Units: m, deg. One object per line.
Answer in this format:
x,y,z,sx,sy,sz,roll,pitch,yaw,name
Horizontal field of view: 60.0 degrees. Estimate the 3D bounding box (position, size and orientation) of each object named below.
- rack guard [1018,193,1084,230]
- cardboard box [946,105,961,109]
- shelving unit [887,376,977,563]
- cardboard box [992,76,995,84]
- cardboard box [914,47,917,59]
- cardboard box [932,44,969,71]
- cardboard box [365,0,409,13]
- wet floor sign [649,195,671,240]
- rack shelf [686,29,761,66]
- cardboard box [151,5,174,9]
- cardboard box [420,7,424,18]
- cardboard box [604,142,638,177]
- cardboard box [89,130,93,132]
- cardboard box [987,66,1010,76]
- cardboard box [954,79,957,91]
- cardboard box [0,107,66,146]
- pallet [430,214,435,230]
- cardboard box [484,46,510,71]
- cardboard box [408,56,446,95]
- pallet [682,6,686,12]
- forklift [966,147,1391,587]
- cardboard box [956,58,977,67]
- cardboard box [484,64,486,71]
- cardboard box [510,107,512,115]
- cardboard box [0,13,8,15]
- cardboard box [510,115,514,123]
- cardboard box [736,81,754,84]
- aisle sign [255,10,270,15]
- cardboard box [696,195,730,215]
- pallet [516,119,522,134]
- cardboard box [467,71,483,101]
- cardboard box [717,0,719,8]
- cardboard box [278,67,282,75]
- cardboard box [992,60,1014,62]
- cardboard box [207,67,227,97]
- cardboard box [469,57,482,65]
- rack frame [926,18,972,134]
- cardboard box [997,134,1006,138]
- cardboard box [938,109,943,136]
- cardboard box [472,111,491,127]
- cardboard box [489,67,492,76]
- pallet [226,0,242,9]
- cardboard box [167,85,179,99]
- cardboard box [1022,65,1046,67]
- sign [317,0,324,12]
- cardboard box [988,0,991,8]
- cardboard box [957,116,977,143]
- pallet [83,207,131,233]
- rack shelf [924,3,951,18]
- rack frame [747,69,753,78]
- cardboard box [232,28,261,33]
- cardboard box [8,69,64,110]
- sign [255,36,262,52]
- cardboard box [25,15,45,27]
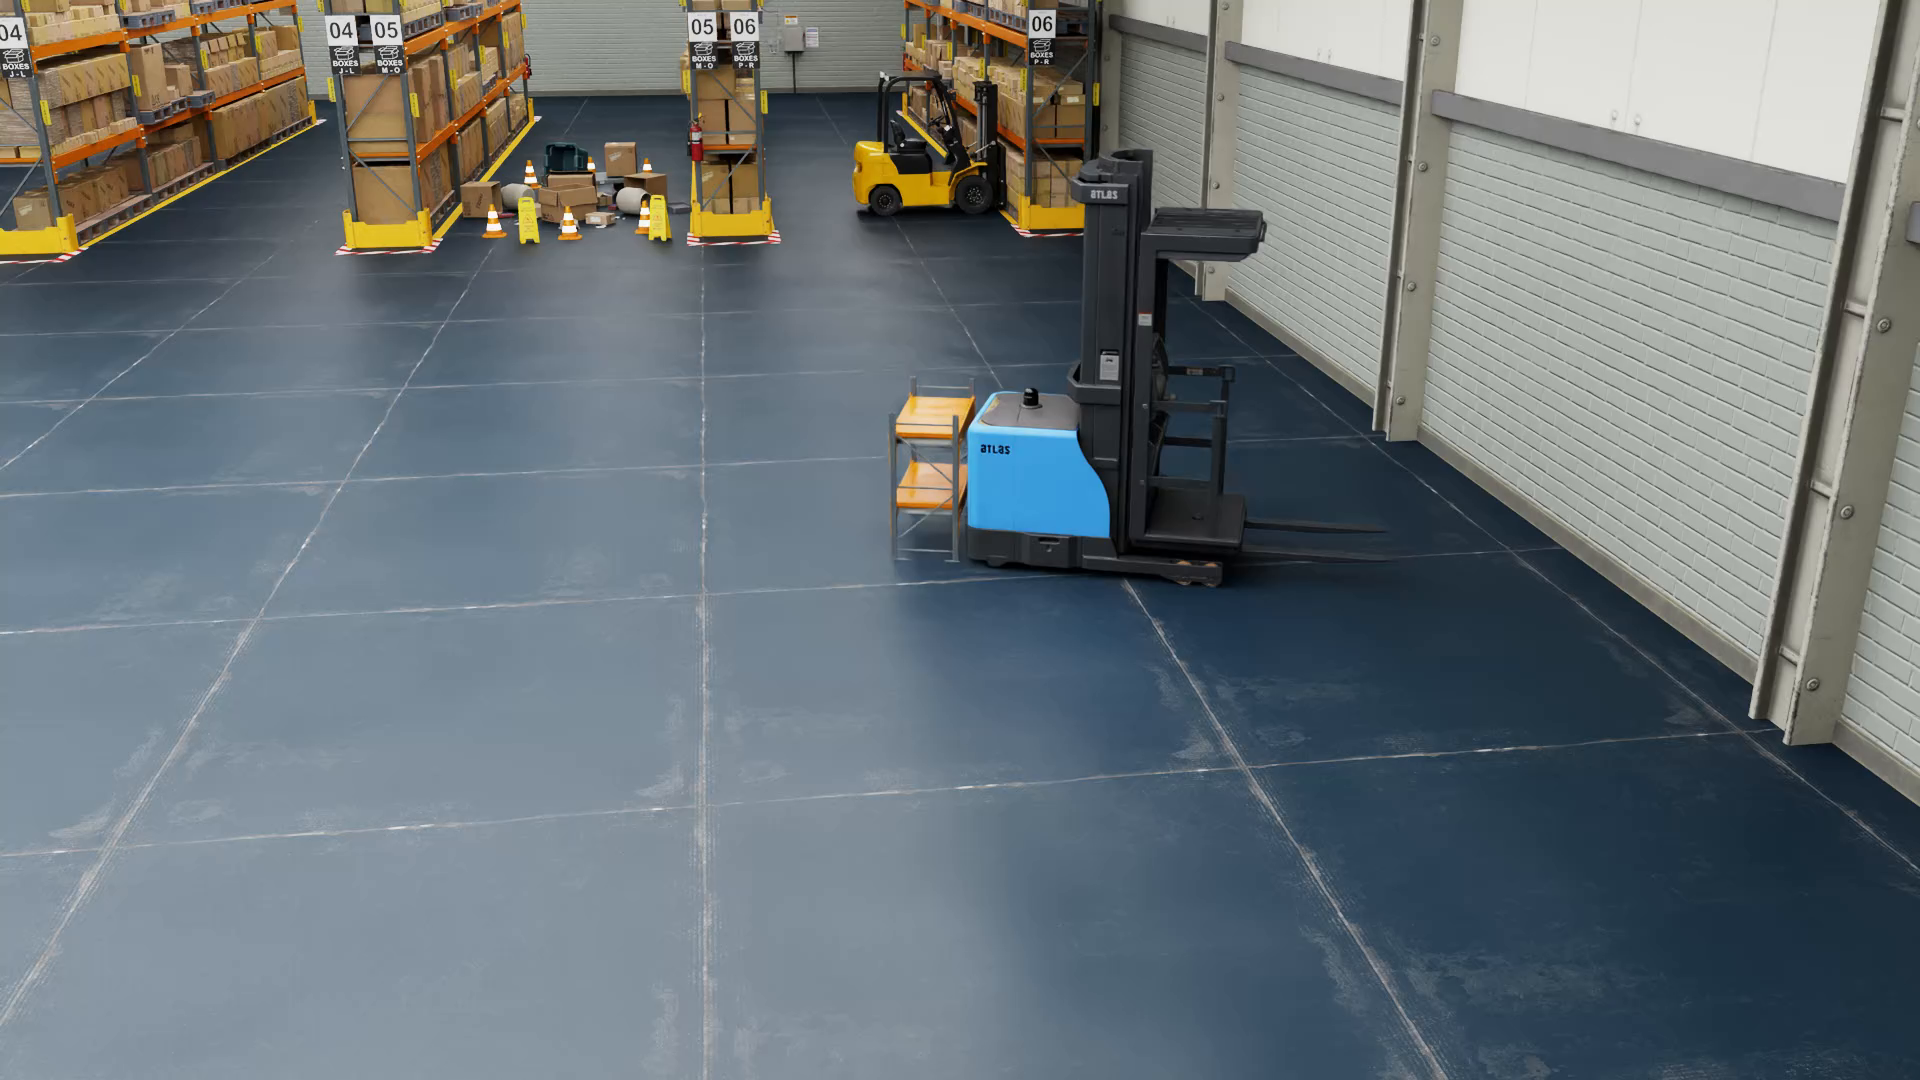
1.498,-5.067,25.567,1.175,0.500,0.348,-3,21,-8,rack guard
-0.075,-8.870,34.223,0.380,0.149,0.250,-3,21,-9,cardboard box
-0.197,-0.553,12.588,0.538,1.125,1.048,2,21,7,shelving unit
0.742,-7.768,28.158,0.380,0.149,0.250,-2,21,-6,cardboard box
-0.769,-11.158,38.094,0.500,0.250,0.500,-3,21,-9,cardboard box
-0.199,-10.015,34.499,0.700,0.500,0.500,-3,21,-8,cardboard box
-8.116,-7.608,23.557,0.500,0.250,0.500,-3,21,-8,cardboard box
-4.448,-4.772,24.570,0.267,0.644,0.232,4,21,11,wet floor sign
-3.705,-7.755,25.934,1.077,0.370,4.000,-3,21,-8,rack shelf
-13.911,-9.102,28.726,0.500,0.250,0.500,-2,21,-6,cardboard box
-8.252,-7.901,24.912,0.380,0.149,0.250,-3,21,-7,cardboard box
-5.751,-6.463,28.223,0.500,0.500,0.500,-3,21,-8,cardboard box
-13.316,-6.092,25.098,0.380,0.149,0.250,-3,21,-8,cardboard box
0.670,-7.996,28.342,0.380,0.149,0.250,-2,21,-7,cardboard box
0.163,-8.780,32.150,0.500,0.250,0.500,-3,21,-8,cardboard box
-13.276,-5.873,23.584,0.875,0.500,0.500,-3,21,-8,cardboard box
-8.493,-4.676,24.935,1.003,0.211,1.213,-3,21,-8,pallet
-9.853,-10.235,35.264,0.500,0.500,0.500,-3,21,-9,cardboard box
-8.664,-7.357,26.369,0.875,0.550,0.550,-3,21,-8,cardboard box
-4.716,-10.301,31.993,1.213,0.211,1.003,-2,21,-5,pallet
1.613,-1.242,11.852,3.031,2.935,1.130,4,21,11,forklift
0.135,-9.149,31.855,0.380,0.149,0.250,-2,21,-7,cardboard box
-9.480,-9.235,32.489,0.380,0.149,0.250,-3,21,-8,cardboard box
-9.856,-9.233,35.772,0.380,0.149,0.250,-2,21,-5,cardboard box
-13.701,-7.368,23.513,0.380,0.149,0.250,-3,21,-7,cardboard box
-9.766,-9.007,35.593,0.380,0.149,0.250,-2,21,-5,cardboard box
-3.602,-7.246,27.262,0.500,0.500,0.500,-2,21,-6,cardboard box
-15.837,-12.262,37.544,0.394,0.787,0.004,-3,21,-8,aisle sign
-3.803,-5.178,25.621,0.500,0.250,0.500,-3,21,-8,cardboard box
-10.342,-9.212,37.080,1.003,0.211,1.213,-3,21,-8,pallet
-9.123,-8.384,30.734,0.500,0.500,0.500,-3,21,-8,cardboard box
-3.798,-8.027,24.852,0.380,0.149,0.250,-3,21,-7,cardboard box
-14.854,-10.100,35.829,0.380,0.149,0.250,-3,21,-7,cardboard box
0.818,-9.005,31.469,0.380,0.149,0.250,-3,21,-9,cardboard box
-14.254,-8.672,31.504,0.500,0.500,0.500,-3,21,-9,cardboard box
-9.401,-9.185,31.930,0.380,0.149,0.250,-3,21,-8,cardboard box
-0.236,-10.401,36.276,1.000,3.000,0.127,-3,21,-8,rack frame
0.677,-6.825,28.602,0.500,0.250,0.500,-3,21,-9,cardboard box
-0.166,-8.711,34.724,0.500,0.500,0.500,-4,21,-10,cardboard box
-9.314,-8.108,32.037,0.500,0.250,0.500,-4,21,-10,cardboard box
-9.586,-9.365,33.262,0.380,0.149,0.250,-2,21,-5,cardboard box
-14.772,-10.650,32.930,0.805,0.209,1.217,-4,21,-10,pallet
-13.869,-7.834,28.997,0.396,0.266,0.258,-4,21,-9,cardboard box
1.263,-8.026,28.422,0.380,0.149,0.250,-3,21,-8,cardboard box
-8.840,-7.470,22.990,0.100,0.325,0.005,-3,21,-8,sign
0.682,-8.991,27.832,0.380,0.149,0.250,-2,21,-7,cardboard box
0.417,-7.884,32.330,0.875,0.625,0.625,-2,21,-6,cardboard box
-13.489,-4.919,25.585,1.003,0.211,1.213,-3,21,-8,pallet
0.053,-10.777,34.023,1.077,0.370,4.000,-3,21,-8,rack shelf
-3.994,-7.379,28.187,1.000,3.000,0.127,-3,21,-8,rack frame
-15.575,-10.923,36.391,0.500,0.500,0.500,-3,21,-9,cardboard box
-13.033,-6.353,23.443,0.500,0.500,0.500,-3,21,-8,cardboard box
-14.418,-10.185,34.158,0.100,0.325,0.005,-3,21,-8,sign
-12.976,-7.218,23.112,0.380,0.149,0.250,-2,21,-7,cardboard box
